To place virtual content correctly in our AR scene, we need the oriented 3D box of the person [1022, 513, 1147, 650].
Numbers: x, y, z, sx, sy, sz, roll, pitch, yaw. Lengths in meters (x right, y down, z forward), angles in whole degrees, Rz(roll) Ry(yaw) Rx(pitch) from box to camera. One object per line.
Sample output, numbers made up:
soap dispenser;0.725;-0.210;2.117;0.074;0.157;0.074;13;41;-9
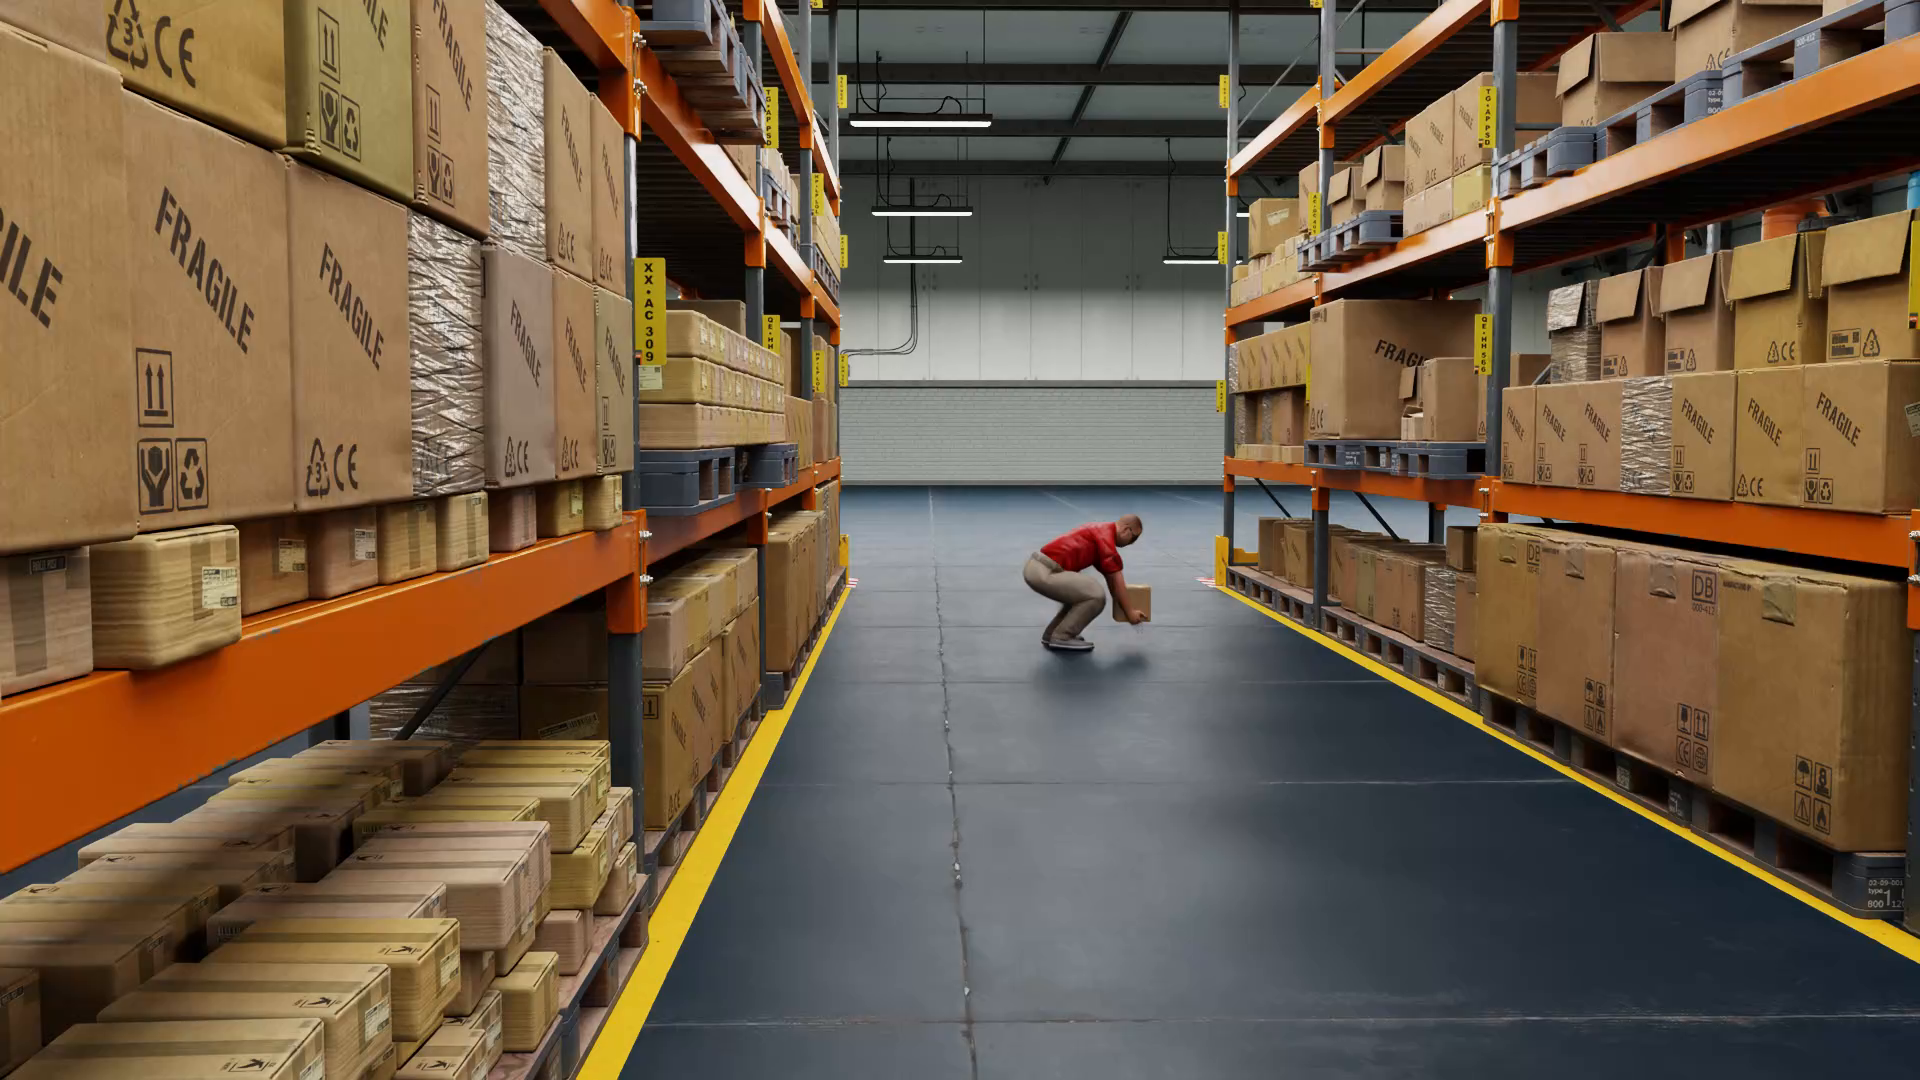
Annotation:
person;0.904;0.299;12.098;0.895;0.982;0.524;0;4;-3
